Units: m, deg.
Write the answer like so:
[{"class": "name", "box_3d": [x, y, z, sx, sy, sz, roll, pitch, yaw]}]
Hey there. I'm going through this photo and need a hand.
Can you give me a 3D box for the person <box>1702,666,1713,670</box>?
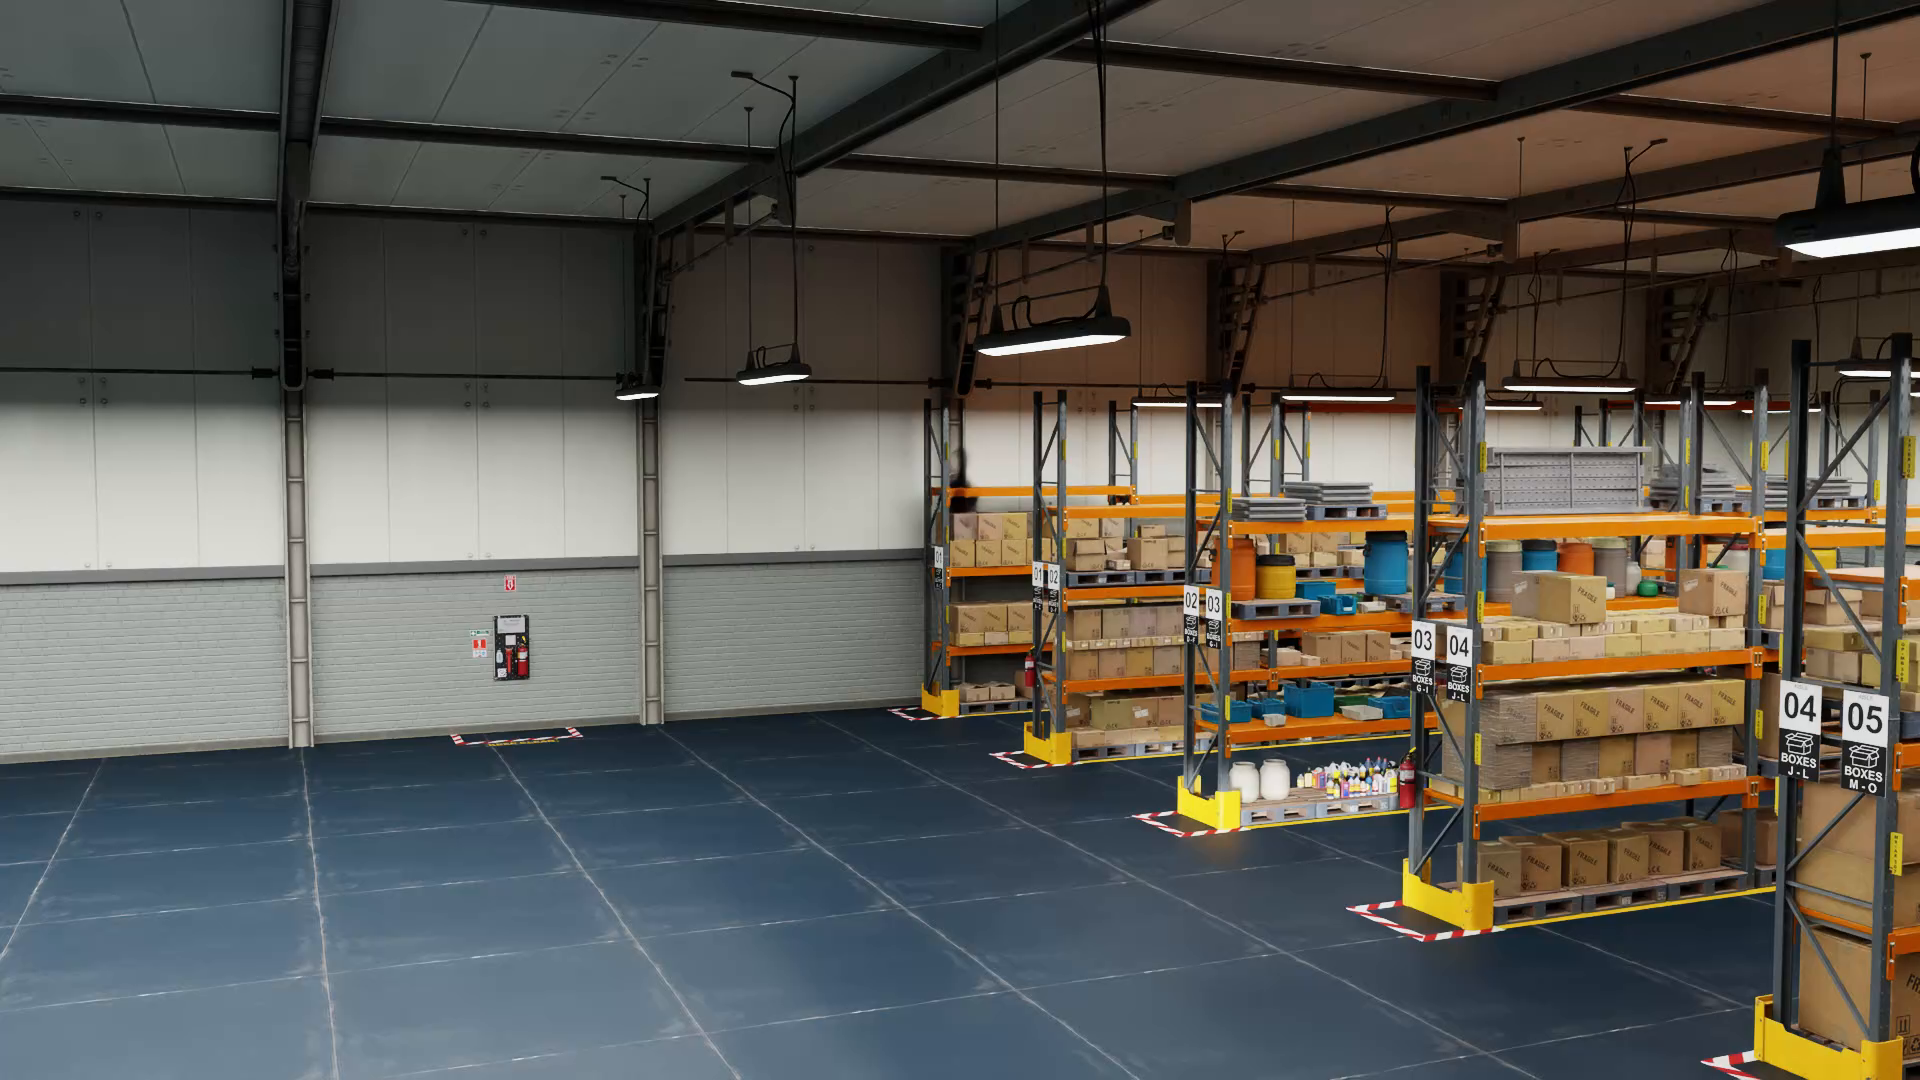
[{"class": "person", "box_3d": [16.455, 2.217, 35.986, 0.798, 1.716, 0.684, 0, 3, 4]}]
